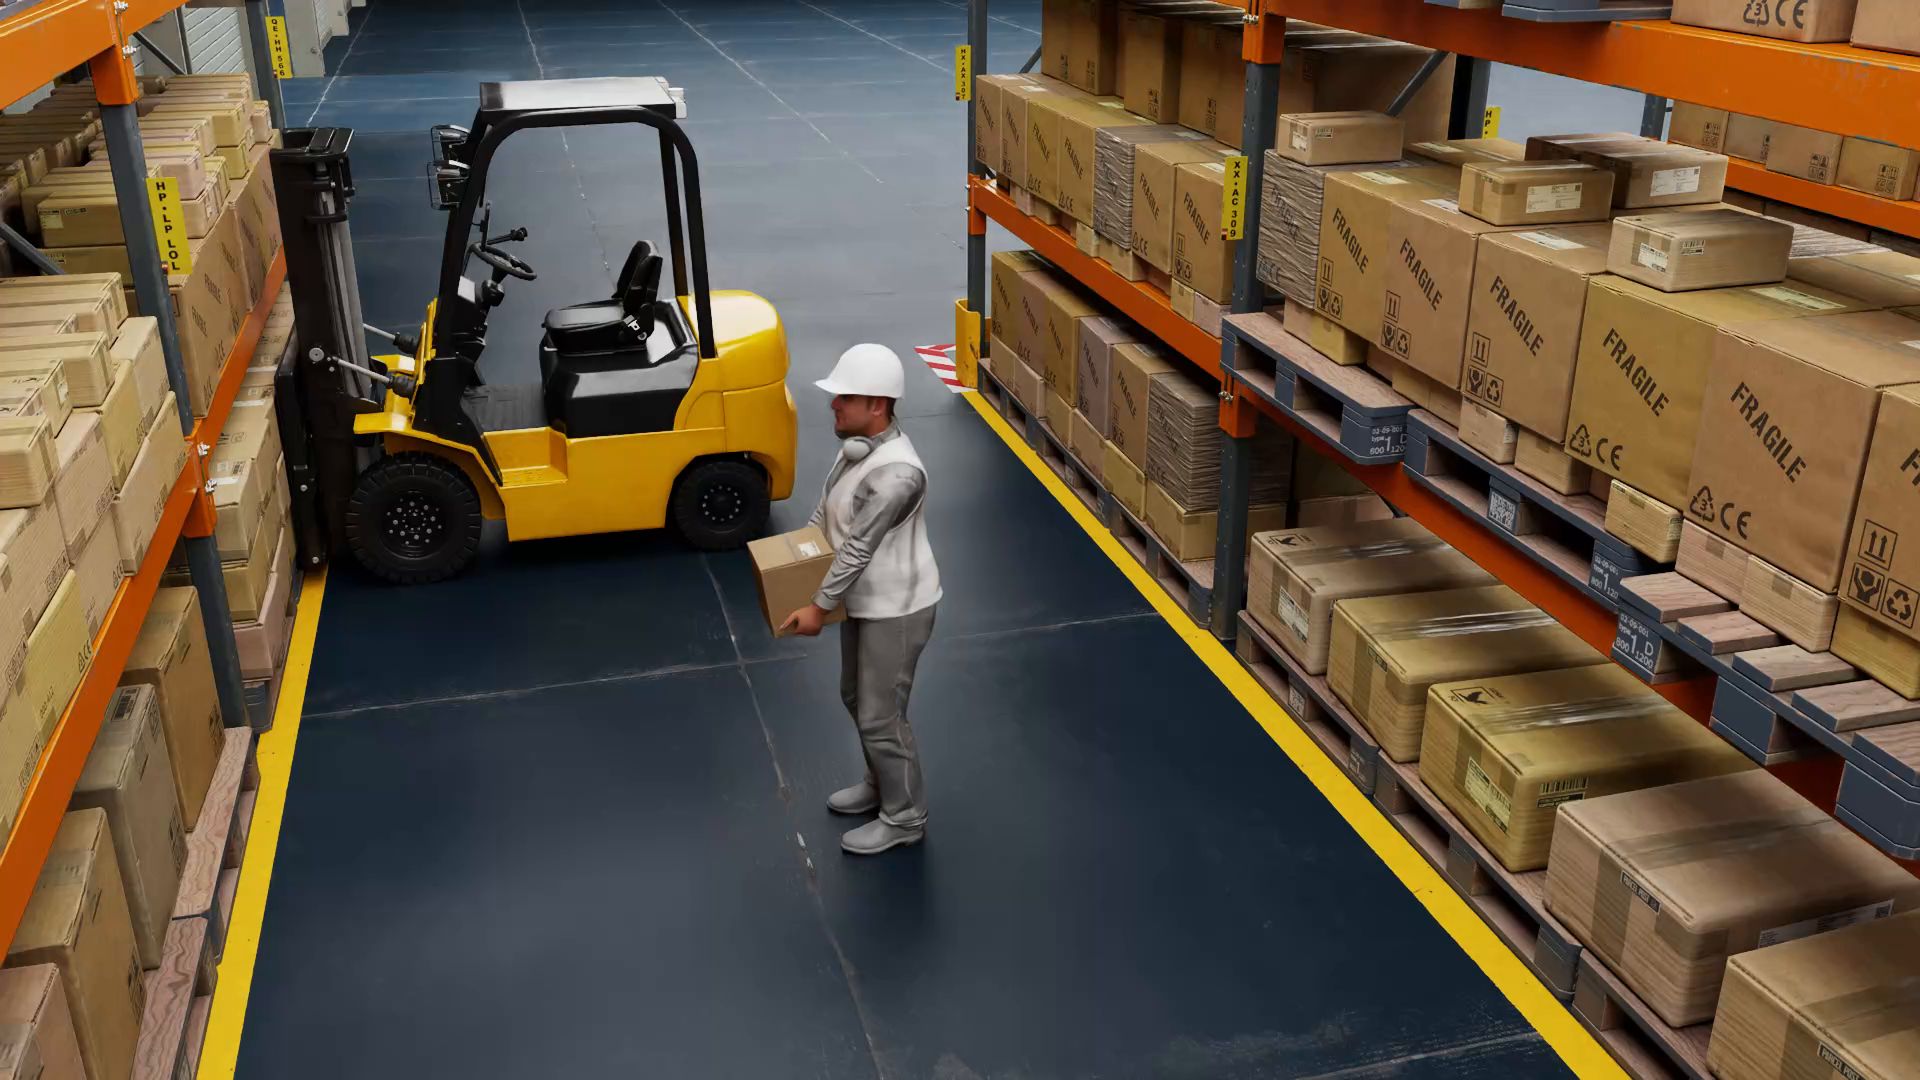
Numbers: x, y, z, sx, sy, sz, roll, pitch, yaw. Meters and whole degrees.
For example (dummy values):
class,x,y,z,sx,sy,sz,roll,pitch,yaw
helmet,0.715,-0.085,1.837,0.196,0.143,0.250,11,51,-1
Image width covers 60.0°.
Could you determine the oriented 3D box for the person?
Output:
class,x,y,z,sx,sy,sz,roll,pitch,yaw
person,-0.349,0.209,5.572,0.558,1.772,0.494,-7,24,-15
